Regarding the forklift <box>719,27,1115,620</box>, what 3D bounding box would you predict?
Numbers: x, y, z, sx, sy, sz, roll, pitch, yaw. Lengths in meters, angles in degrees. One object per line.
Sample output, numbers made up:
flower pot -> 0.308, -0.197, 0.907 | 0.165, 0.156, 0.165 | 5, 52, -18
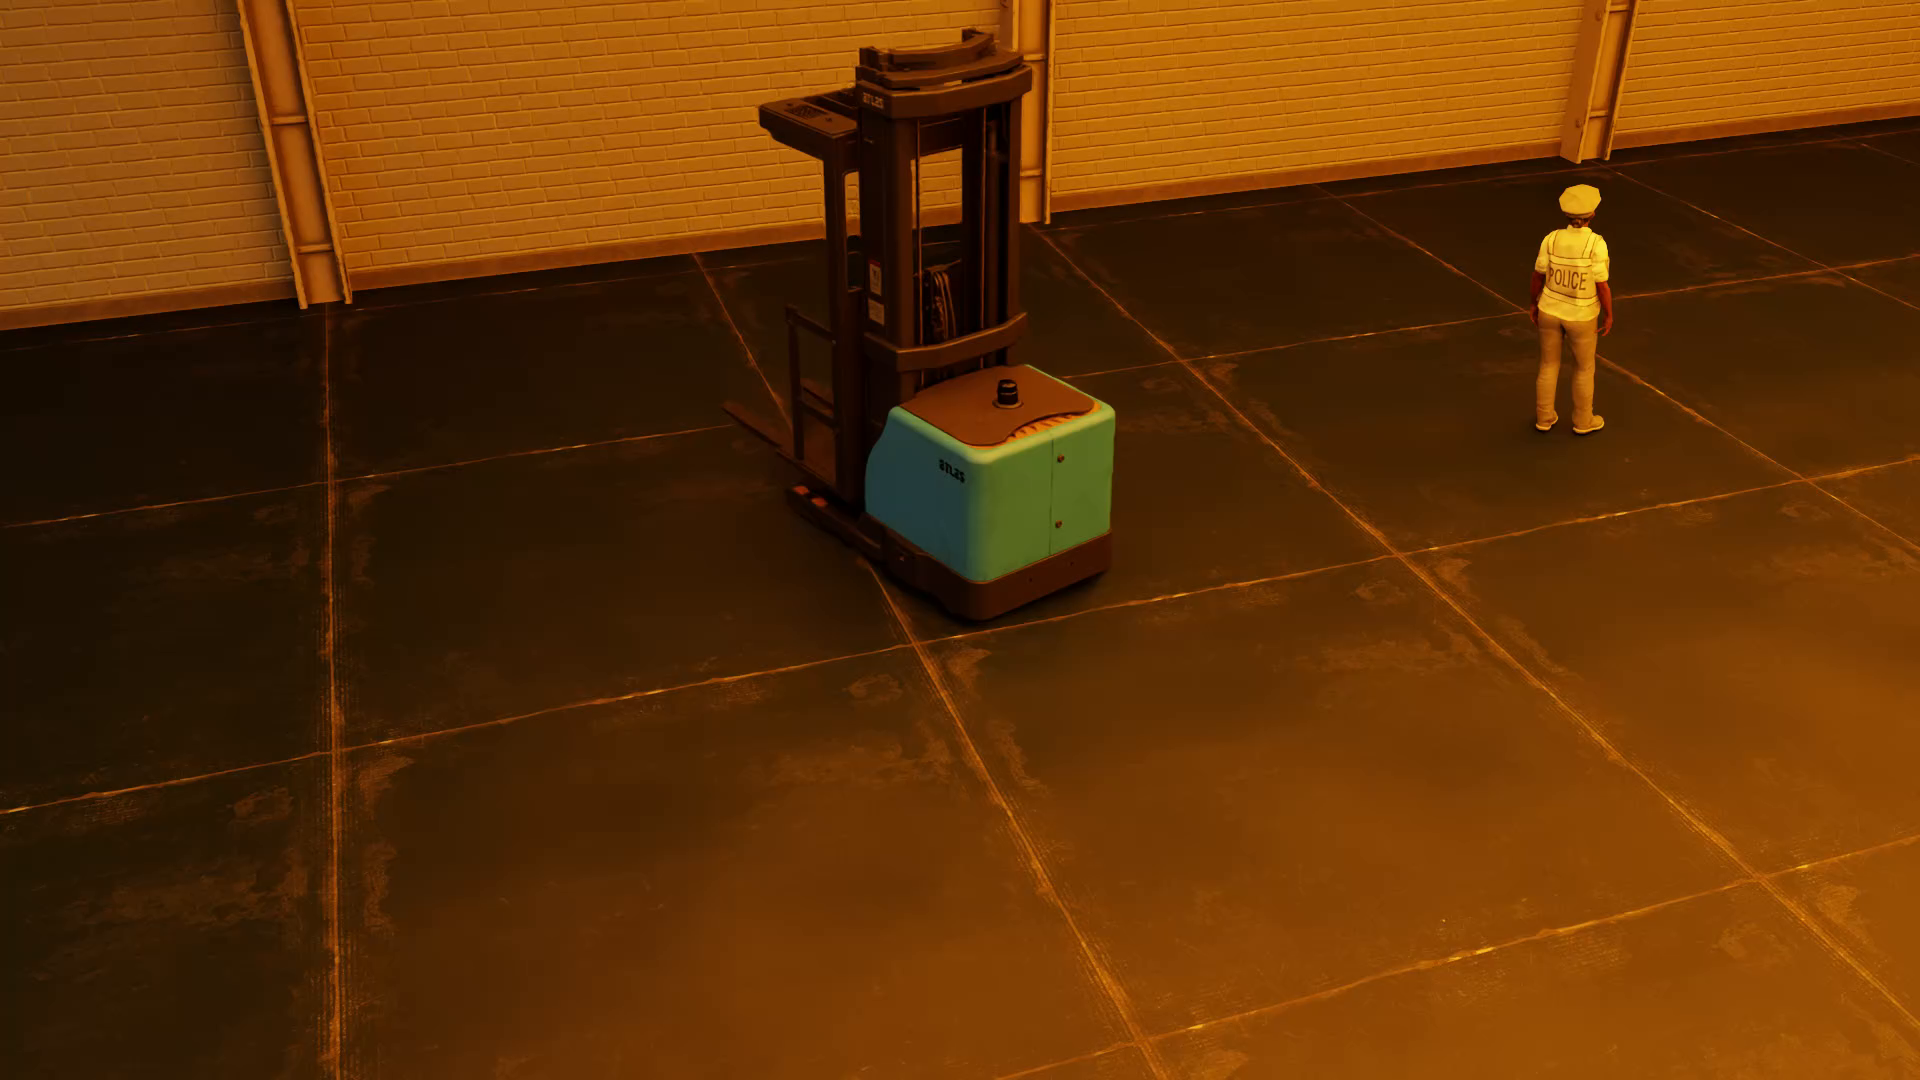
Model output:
forklift -> -0.427, -1.501, 9.696 | 1.130, 2.935, 3.031 | -21, 36, -32

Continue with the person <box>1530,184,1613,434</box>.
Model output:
person -> 4.043, -1.511, 10.941 | 0.569, 1.691, 0.530 | 22, 36, 33
